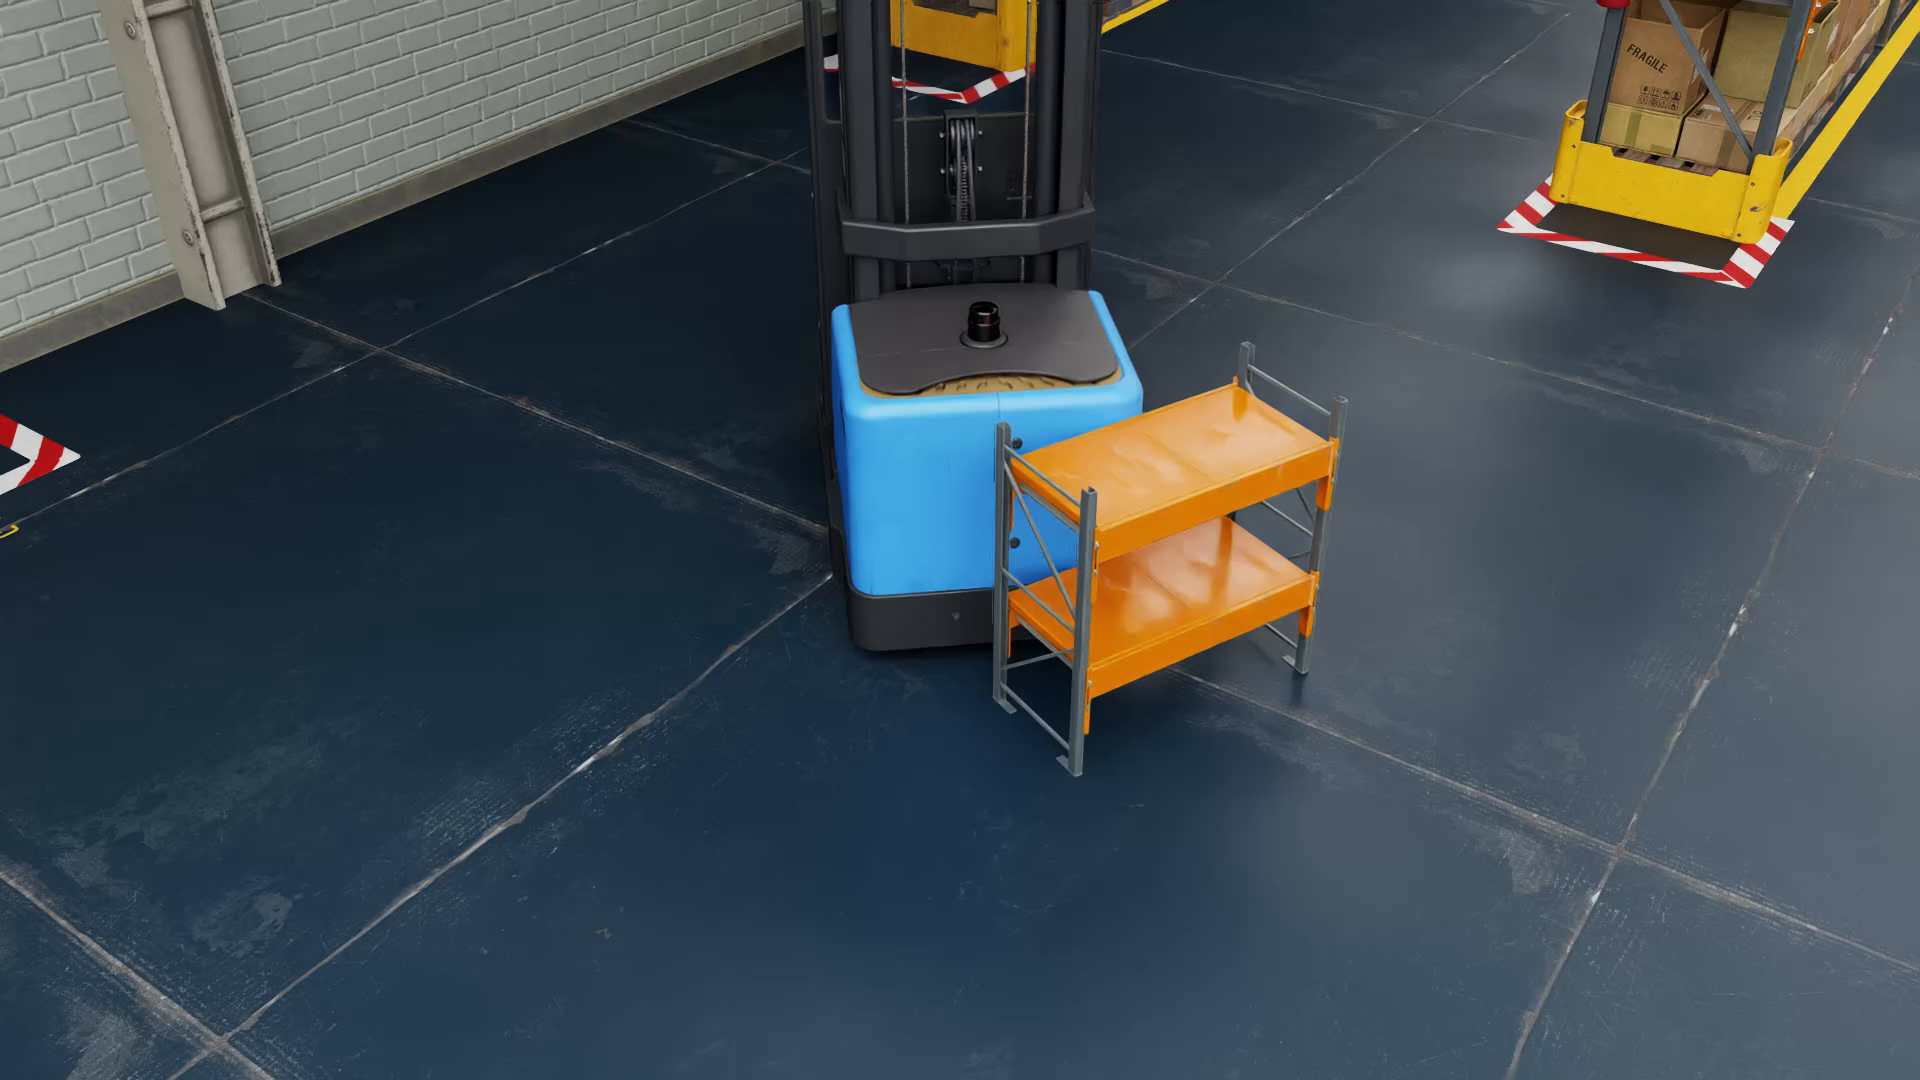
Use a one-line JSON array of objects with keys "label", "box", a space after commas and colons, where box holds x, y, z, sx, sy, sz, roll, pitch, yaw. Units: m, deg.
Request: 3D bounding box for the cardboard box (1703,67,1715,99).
[{"label": "cardboard box", "box": [4.341, -2.745, 10.211, 0.500, 0.250, 0.500, 21, 39, 28]}]

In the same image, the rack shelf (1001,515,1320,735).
[{"label": "rack shelf", "box": [0.691, 0.257, 5.803, 1.000, 0.278, 0.538, -20, 39, -27]}]

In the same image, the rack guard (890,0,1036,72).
[{"label": "rack guard", "box": [-0.026, -3.715, 11.797, 1.175, 0.500, 0.348, 21, 39, 28]}]

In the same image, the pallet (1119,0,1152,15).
[{"label": "pallet", "box": [1.163, -4.517, 13.241, 1.003, 0.211, 1.213, 21, 39, 28]}]

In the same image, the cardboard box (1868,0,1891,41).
[{"label": "cardboard box", "box": [6.198, -3.727, 11.664, 0.500, 0.250, 0.500, 21, 39, 28]}]

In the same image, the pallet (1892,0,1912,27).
[{"label": "pallet", "box": [6.671, -4.172, 12.731, 1.003, 0.211, 1.213, 21, 39, 28]}]

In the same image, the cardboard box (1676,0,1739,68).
[{"label": "cardboard box", "box": [4.622, -3.287, 10.343, 0.500, 0.500, 0.500, 21, 39, 28]}]

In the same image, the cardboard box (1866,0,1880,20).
[{"label": "cardboard box", "box": [5.904, -3.812, 11.119, 0.500, 0.500, 0.500, 21, 39, 28]}]

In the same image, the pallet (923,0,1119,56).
[{"label": "pallet", "box": [0.466, -3.958, 12.414, 1.003, 0.211, 1.213, 21, 39, 28]}]

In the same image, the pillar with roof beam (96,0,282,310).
[{"label": "pillar with roof beam", "box": [-0.265, -3.663, 4.133, 9.100, 9.000, 0.400, 21, 39, 28]}]

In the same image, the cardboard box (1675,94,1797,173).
[{"label": "cardboard box", "box": [4.491, -2.346, 9.620, 0.500, 0.250, 0.500, 21, 39, 28]}]

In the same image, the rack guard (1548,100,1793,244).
[{"label": "rack guard", "box": [3.989, -2.088, 9.392, 1.175, 0.500, 0.348, 21, 39, 28]}]

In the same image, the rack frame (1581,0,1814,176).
[{"label": "rack frame", "box": [4.002, -3.135, 8.708, 1.000, 3.000, 0.127, 21, 39, 28]}]

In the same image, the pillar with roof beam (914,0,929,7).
[{"label": "pillar with roof beam", "box": [3.156, -6.424, 8.216, 9.100, 9.000, 0.400, 21, 39, 28]}]

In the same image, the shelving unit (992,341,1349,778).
[{"label": "shelving unit", "box": [0.691, 0.054, 5.666, 1.048, 1.125, 0.538, -20, 39, -27]}]

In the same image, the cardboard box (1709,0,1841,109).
[{"label": "cardboard box", "box": [4.774, -2.887, 9.751, 0.500, 0.500, 0.500, 21, 39, 28]}]

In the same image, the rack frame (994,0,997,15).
[{"label": "rack frame", "box": [-0.069, -4.715, 11.045, 1.000, 3.000, 0.127, 21, 39, 28]}]

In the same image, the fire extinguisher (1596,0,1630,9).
[{"label": "fire extinguisher", "box": [3.553, -3.197, 8.869, 0.296, 0.674, 0.183, 21, 39, 28]}]

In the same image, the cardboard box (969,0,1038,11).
[{"label": "cardboard box", "box": [0.399, -4.073, 12.103, 0.500, 0.311, 0.500, 17, 37, 23]}]

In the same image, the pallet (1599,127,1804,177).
[{"label": "pallet", "box": [4.404, -2.345, 10.029, 1.003, 0.211, 1.213, 21, 39, 28]}]

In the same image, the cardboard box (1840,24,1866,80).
[{"label": "cardboard box", "box": [5.632, -3.266, 10.981, 0.500, 0.250, 0.500, 21, 39, 28]}]

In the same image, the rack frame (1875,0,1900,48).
[{"label": "rack frame", "box": [6.283, -4.976, 11.430, 1.000, 3.000, 0.127, 21, 39, 28]}]

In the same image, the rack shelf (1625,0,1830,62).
[{"label": "rack shelf", "box": [5.143, -3.757, 10.270, 1.077, 0.370, 4.000, 21, 39, 28]}]

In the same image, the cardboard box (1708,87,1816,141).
[{"label": "cardboard box", "box": [4.773, -2.577, 9.962, 0.500, 0.250, 0.500, 21, 39, 28]}]

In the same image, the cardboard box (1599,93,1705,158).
[{"label": "cardboard box", "box": [4.065, -2.511, 9.865, 0.500, 0.250, 0.500, 21, 39, 28]}]

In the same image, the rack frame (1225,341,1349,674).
[{"label": "rack frame", "box": [1.118, -0.100, 5.894, 0.032, 1.125, 0.500, -20, 39, -27]}]

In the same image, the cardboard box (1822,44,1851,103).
[{"label": "cardboard box", "box": [5.348, -3.035, 10.640, 0.500, 0.250, 0.500, 21, 39, 28]}]

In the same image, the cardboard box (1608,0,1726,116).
[{"label": "cardboard box", "box": [4.064, -2.822, 9.656, 0.500, 0.500, 0.500, 21, 39, 28]}]

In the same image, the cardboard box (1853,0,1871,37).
[{"label": "cardboard box", "box": [5.622, -3.580, 10.777, 0.500, 0.500, 0.500, 21, 39, 28]}]

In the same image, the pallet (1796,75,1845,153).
[{"label": "pallet", "box": [5.100, -2.904, 10.856, 1.003, 0.211, 1.213, 21, 39, 28]}]

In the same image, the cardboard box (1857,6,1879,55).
[{"label": "cardboard box", "box": [5.905, -3.500, 11.328, 0.500, 0.250, 0.500, 21, 39, 28]}]

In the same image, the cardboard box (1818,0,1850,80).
[{"label": "cardboard box", "box": [5.049, -3.121, 10.098, 0.500, 0.500, 0.500, 21, 39, 28]}]

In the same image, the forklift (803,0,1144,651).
[{"label": "forklift", "box": [-0.057, -1.623, 6.533, 1.130, 2.935, 3.031, -4, 34, -6]}]

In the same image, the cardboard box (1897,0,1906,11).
[{"label": "cardboard box", "box": [6.717, -4.117, 12.240, 0.500, 0.250, 0.500, 20, 39, 27]}]

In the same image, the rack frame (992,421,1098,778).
[{"label": "rack frame", "box": [0.263, 0.208, 5.438, 0.032, 1.125, 0.500, -20, 39, -27]}]

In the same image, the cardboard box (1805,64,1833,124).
[{"label": "cardboard box", "box": [5.058, -2.807, 10.302, 0.500, 0.250, 0.500, 21, 39, 28]}]

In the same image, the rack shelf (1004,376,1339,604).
[{"label": "rack shelf", "box": [0.691, -0.188, 5.502, 1.000, 0.278, 0.538, -20, 39, -27]}]

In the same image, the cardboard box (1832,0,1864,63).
[{"label": "cardboard box", "box": [5.348, -3.346, 10.430, 0.500, 0.500, 0.500, 21, 39, 28]}]

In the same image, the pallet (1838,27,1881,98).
[{"label": "pallet", "box": [5.795, -3.468, 11.690, 1.003, 0.211, 1.213, 21, 39, 28]}]
